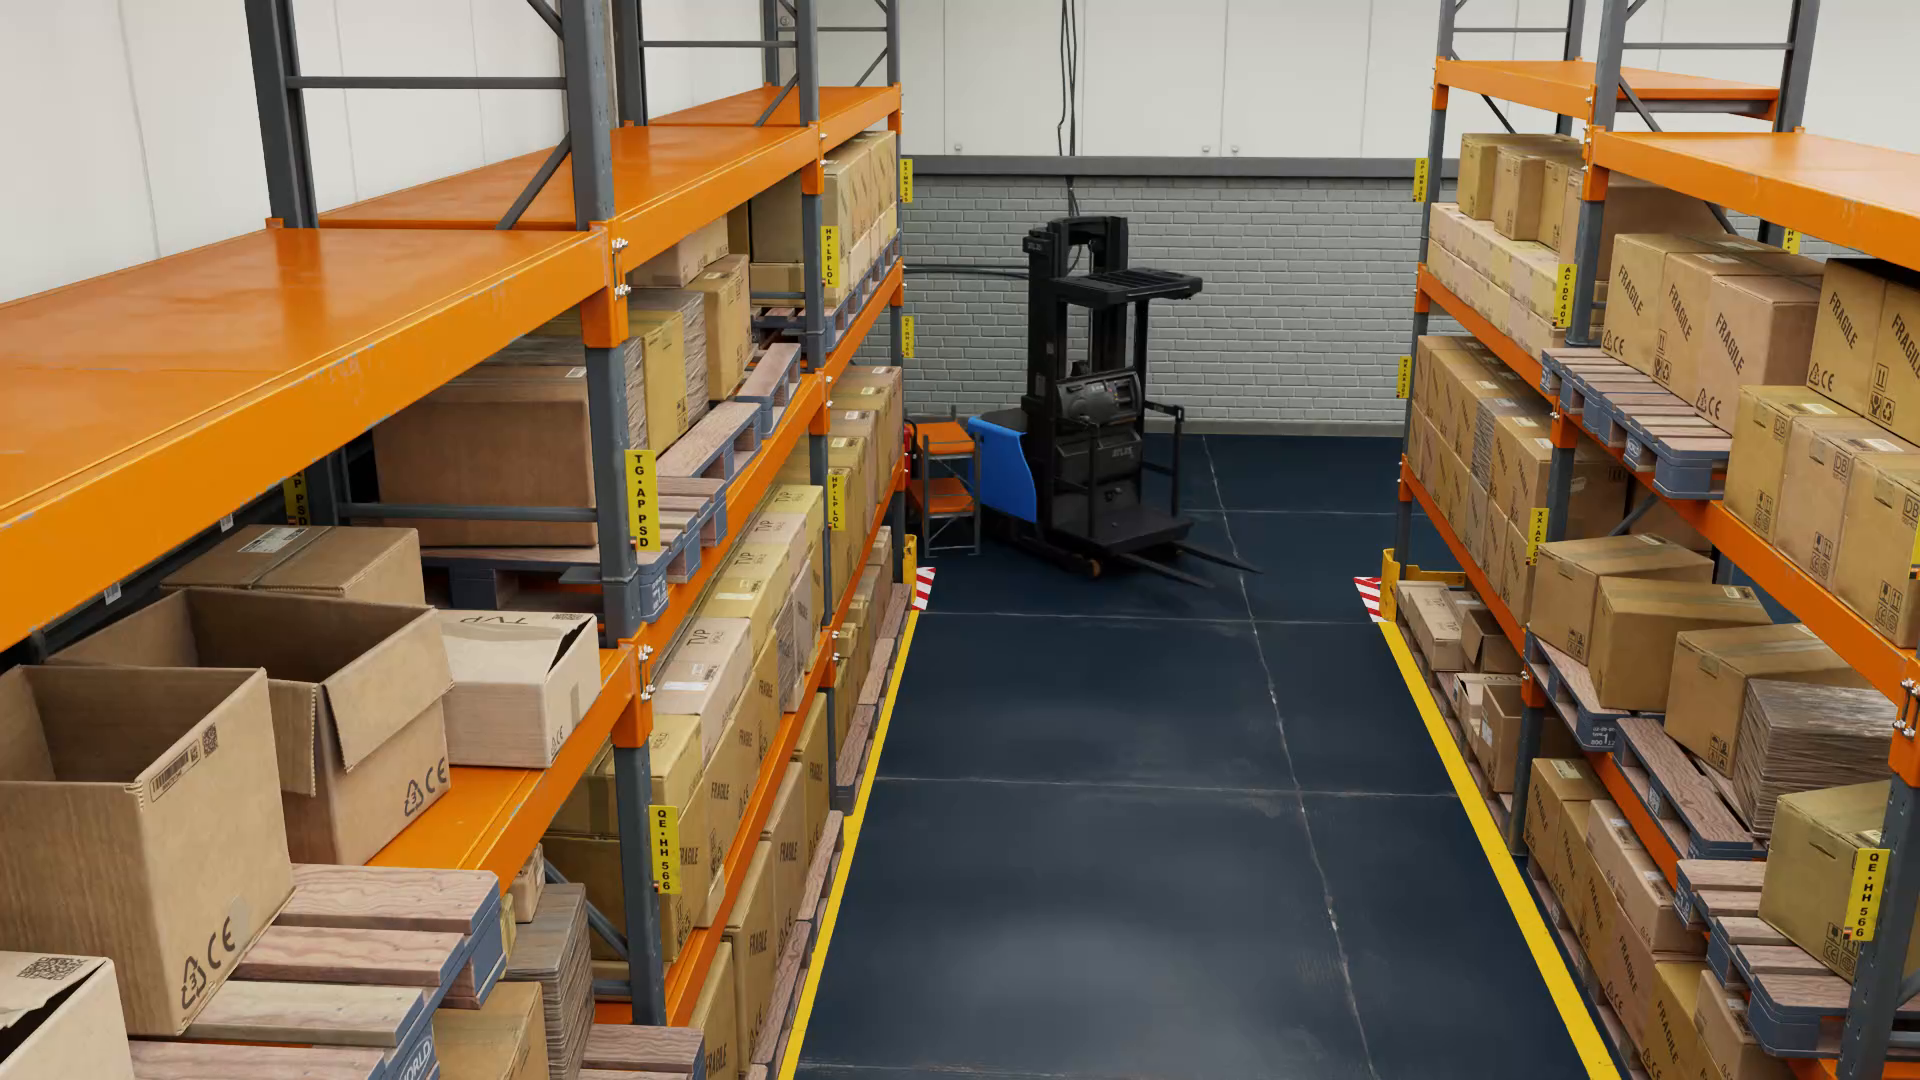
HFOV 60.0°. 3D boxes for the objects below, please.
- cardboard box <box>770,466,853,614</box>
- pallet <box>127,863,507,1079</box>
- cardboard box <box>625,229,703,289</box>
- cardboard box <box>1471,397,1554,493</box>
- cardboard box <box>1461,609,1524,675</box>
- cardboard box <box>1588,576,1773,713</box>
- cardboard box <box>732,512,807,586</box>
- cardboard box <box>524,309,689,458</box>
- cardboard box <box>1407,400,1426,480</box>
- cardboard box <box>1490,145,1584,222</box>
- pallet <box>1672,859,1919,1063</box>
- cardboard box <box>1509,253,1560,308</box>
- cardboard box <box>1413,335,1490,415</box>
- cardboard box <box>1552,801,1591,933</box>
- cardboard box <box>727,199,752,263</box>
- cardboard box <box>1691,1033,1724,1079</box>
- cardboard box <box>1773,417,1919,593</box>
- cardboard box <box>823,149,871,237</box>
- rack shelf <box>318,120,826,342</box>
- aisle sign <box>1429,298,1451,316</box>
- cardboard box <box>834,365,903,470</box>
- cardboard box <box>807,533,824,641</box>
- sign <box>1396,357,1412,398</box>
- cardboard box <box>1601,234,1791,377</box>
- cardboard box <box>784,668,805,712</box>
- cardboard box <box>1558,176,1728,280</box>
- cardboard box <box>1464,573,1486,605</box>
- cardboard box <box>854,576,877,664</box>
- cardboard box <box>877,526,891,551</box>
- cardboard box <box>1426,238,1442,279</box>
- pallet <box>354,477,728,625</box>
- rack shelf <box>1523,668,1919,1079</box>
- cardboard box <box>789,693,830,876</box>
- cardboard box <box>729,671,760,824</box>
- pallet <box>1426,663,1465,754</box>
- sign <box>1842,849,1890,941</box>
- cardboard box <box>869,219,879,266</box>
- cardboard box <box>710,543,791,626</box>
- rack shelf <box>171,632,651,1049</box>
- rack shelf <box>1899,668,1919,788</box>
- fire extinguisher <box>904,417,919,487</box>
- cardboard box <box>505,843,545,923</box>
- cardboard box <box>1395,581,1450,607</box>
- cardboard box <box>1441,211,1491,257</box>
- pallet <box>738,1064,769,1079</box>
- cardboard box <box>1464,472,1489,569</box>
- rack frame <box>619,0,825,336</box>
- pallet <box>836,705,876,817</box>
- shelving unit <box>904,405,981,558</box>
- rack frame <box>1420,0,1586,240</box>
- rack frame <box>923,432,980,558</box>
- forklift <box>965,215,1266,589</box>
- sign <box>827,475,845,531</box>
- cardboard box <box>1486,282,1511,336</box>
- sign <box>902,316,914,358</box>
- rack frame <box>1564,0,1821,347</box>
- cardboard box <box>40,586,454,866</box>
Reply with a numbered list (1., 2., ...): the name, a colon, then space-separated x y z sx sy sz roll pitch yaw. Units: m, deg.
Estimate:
1. cardboard box: -1.185 -0.015 9.998 0.980 0.700 0.700 2 18 5
2. pallet: -1.592 0.932 3.072 1.213 0.211 1.003 1 18 4
3. cardboard box: -1.459 -1.301 7.515 0.500 0.250 0.500 1 18 2
4. cardboard box: 3.549 -0.597 10.487 0.500 0.500 0.500 1 18 4
5. cardboard box: 3.830 0.798 11.299 0.797 0.503 0.637 1 18 4
6. cardboard box: 3.458 0.515 8.027 0.700 0.500 0.500 4 19 13
7. cardboard box: -1.065 0.050 8.406 0.500 0.250 0.500 2 18 5
8. cardboard box: -1.511 -0.634 6.682 0.700 0.500 0.500 2 18 7
9. cardboard box: 3.693 -0.753 12.571 0.500 0.500 0.500 2 18 5
10. cardboard box: 3.918 -2.315 10.913 0.700 0.500 0.500 1 18 4
11. pallet: 3.393 1.526 6.084 1.213 0.211 1.003 1 18 4
12. cardboard box: 3.504 -1.499 9.629 0.500 0.250 0.500 1 18 4
13. cardboard box: 3.693 -1.228 12.415 0.500 0.500 0.500 2 18 6
14. cardboard box: 3.396 1.694 8.570 0.500 0.500 0.500 2 18 5
15. cardboard box: -1.423 -1.885 9.568 0.500 0.500 0.500 1 18 3
16. cardboard box: 3.247 2.330 6.630 0.500 0.500 0.500 2 18 6
17. cardboard box: 3.448 -0.121 5.823 0.910 0.500 0.500 1 18 4
18. cardboard box: -0.849 -2.191 10.503 0.500 0.500 0.500 1 18 4
19. rack shelf: -1.384 -1.403 6.876 1.077 0.370 4.000 1 18 4
20. aisle sign: 3.700 -2.101 12.669 0.394 0.787 0.004 1 18 4
21. cardboard box: -0.980 -0.931 12.792 0.980 0.700 0.700 2 18 6
22. cardboard box: -1.022 0.246 9.012 0.500 0.500 0.500 1 18 3
23. sign: 3.446 -1.261 12.891 0.100 0.325 0.005 1 18 4
24. cardboard box: 3.591 -1.161 8.162 0.600 0.600 0.600 0 18 -1
25. cardboard box: -1.001 0.758 8.490 0.380 0.149 0.250 1 18 4
26. cardboard box: 3.698 -1.695 9.023 0.700 0.500 0.500 1 18 4
27. cardboard box: 4.194 0.315 12.778 0.500 0.500 0.500 1 18 4
28. cardboard box: -0.975 0.572 12.026 0.700 0.500 0.500 1 18 2
29. cardboard box: -0.731 -0.003 12.742 0.380 0.149 0.250 1 18 3
30. cardboard box: 3.697 -2.038 12.076 0.500 0.250 0.500 1 18 4
31. pallet: -1.534 0.001 5.917 1.213 0.211 1.003 2 18 6
32. rack shelf: 3.557 1.368 7.414 1.077 0.370 4.000 1 18 4
33. cardboard box: -1.157 1.322 9.176 0.750 0.750 0.750 1 18 5
34. cardboard box: -1.154 0.877 7.084 0.500 0.500 0.500 1 18 4
35. pallet: 3.836 1.137 11.442 1.003 0.211 1.213 1 18 4
36. sign: 2.872 1.125 5.267 0.100 0.325 0.005 1 18 4
37. cardboard box: -0.810 -1.992 11.099 0.500 0.250 0.500 1 18 2
38. cardboard box: -1.102 0.208 7.922 0.500 0.250 0.500 2 18 5
39. rack shelf: -1.670 1.075 3.490 1.077 0.370 4.000 1 18 4
40. rack shelf: 3.271 1.185 3.156 1.077 0.370 4.000 1 18 4
41. fire extinguisher: -0.482 -0.770 13.505 0.296 0.674 0.183 1 18 4
42. cardboard box: -1.522 1.081 5.226 0.380 0.149 0.250 -1 18 -3
43. cardboard box: 3.615 0.430 12.991 0.380 0.149 0.250 1 18 4
44. cardboard box: 3.648 -2.121 11.525 0.500 0.250 0.500 1 18 4
45. pallet: -1.395 2.619 6.917 1.003 0.211 1.213 1 18 4
46. cardboard box: 3.551 -0.124 10.649 0.500 0.500 0.500 2 18 5
47. rack frame: -1.240 -2.556 8.598 1.000 3.000 0.127 1 18 4
48. pallet: -1.108 1.386 10.681 1.003 0.211 1.213 1 18 4
49. shelving unit: -0.179 -0.547 15.113 0.538 1.125 1.048 -4 19 -11
50. rack frame: 3.988 -3.689 12.055 1.000 3.000 0.127 1 18 4
51. rack frame: -0.074 -0.392 14.640 0.500 1.125 0.032 -4 19 -11
52. forklift: 1.345 -1.231 14.299 1.130 2.935 3.031 -14 22 -36
53. sign: -0.698 -0.208 9.336 0.100 0.325 0.005 1 18 4
54. cardboard box: 3.544 -1.417 10.181 0.500 0.250 0.500 1 18 4
55. sign: -0.413 -1.593 13.056 0.100 0.325 0.005 1 18 4
56. rack frame: 3.701 -2.446 8.264 1.000 3.000 0.127 1 18 4
57. cardboard box: -1.712 0.454 4.032 0.797 0.503 0.637 4 19 12
